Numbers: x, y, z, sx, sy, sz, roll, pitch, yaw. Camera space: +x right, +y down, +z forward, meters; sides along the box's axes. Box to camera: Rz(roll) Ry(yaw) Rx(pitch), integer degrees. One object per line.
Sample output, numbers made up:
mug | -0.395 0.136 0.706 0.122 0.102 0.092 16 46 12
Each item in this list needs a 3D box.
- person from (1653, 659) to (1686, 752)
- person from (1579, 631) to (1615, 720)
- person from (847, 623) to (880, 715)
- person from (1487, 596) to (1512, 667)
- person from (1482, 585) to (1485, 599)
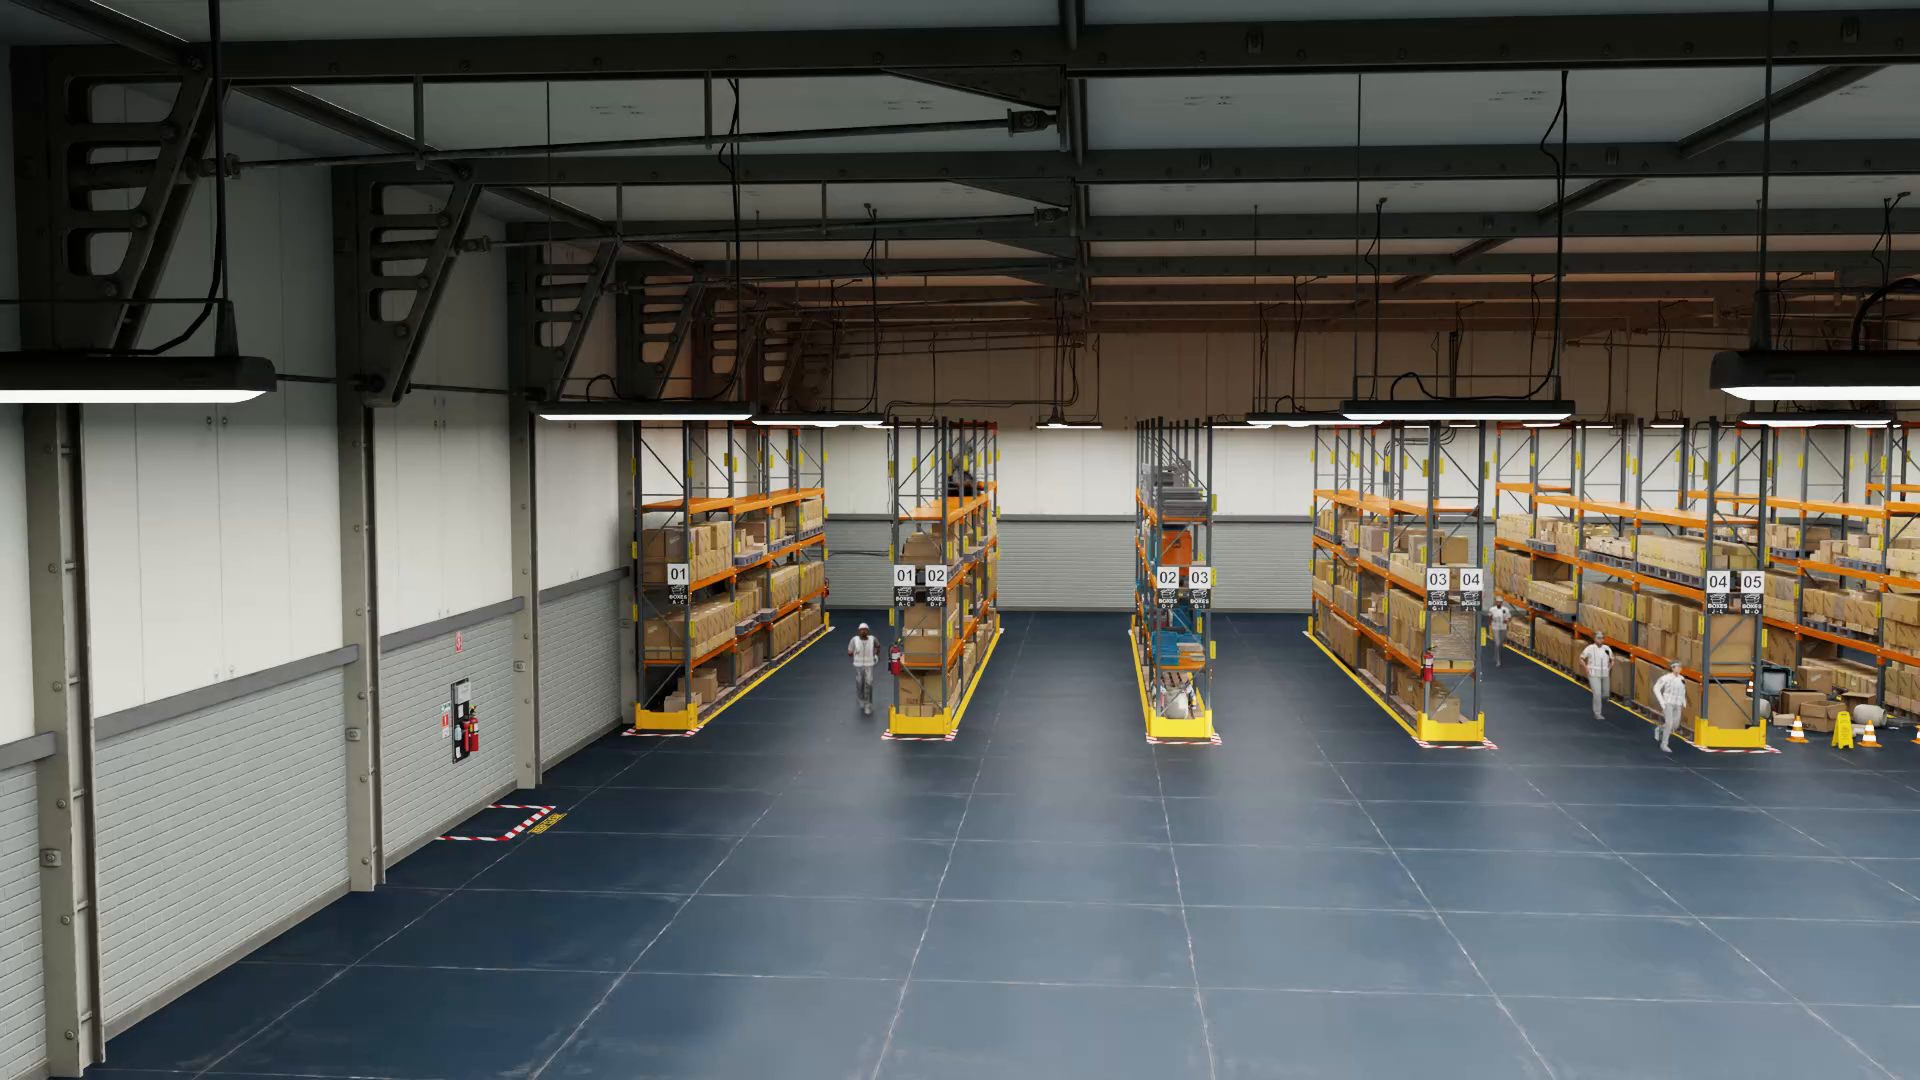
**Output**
person | 12.803 2.965 29.991 0.656 1.651 0.601 -1 4 -13
person | 12.730 2.680 33.180 0.675 1.747 0.809 0 4 1
person | -1.962 2.599 33.889 0.664 1.823 0.824 0 4 -2
person | 13.233 2.218 40.767 0.567 1.717 0.849 1 4 10
person | 14.549 1.796 47.054 0.512 1.730 0.724 -1 4 -16
